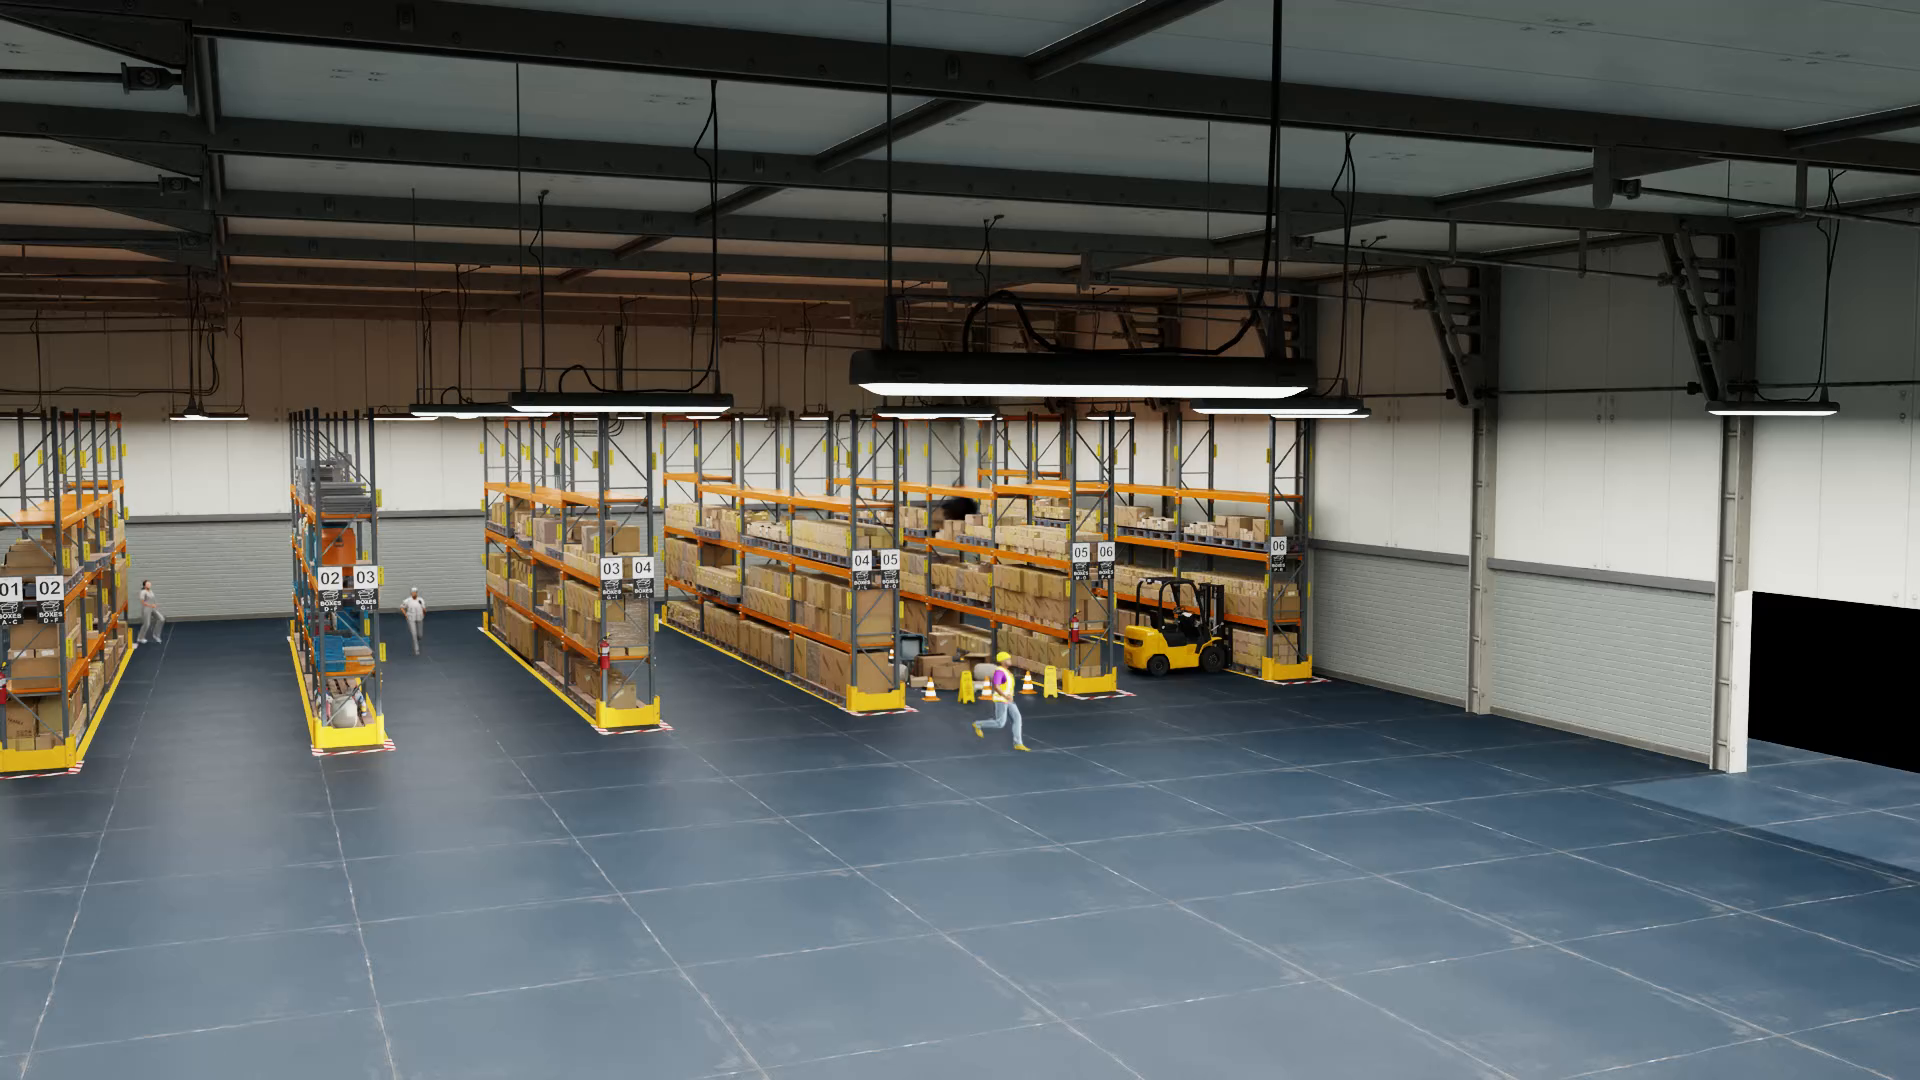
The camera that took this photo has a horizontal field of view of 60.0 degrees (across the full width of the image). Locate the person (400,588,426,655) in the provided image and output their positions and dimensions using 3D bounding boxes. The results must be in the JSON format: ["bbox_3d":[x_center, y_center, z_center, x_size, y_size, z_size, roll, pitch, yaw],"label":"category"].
[{"bbox_3d":[-13.624,2.014,41.513,0.607,1.654,0.766,-2,5,-32],"label":"person"}]

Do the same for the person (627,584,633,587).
[{"bbox_3d":[-9.163,1.617,46.070,0.664,1.791,0.882,-2,5,-28],"label":"person"}]

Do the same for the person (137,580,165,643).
[{"bbox_3d":[-21.144,1.867,43.333,0.678,1.674,0.575,1,4,7],"label":"person"}]

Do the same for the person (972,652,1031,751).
[{"bbox_3d":[0.737,2.833,29.179,1.038,1.751,0.678,2,4,21],"label":"person"}]
